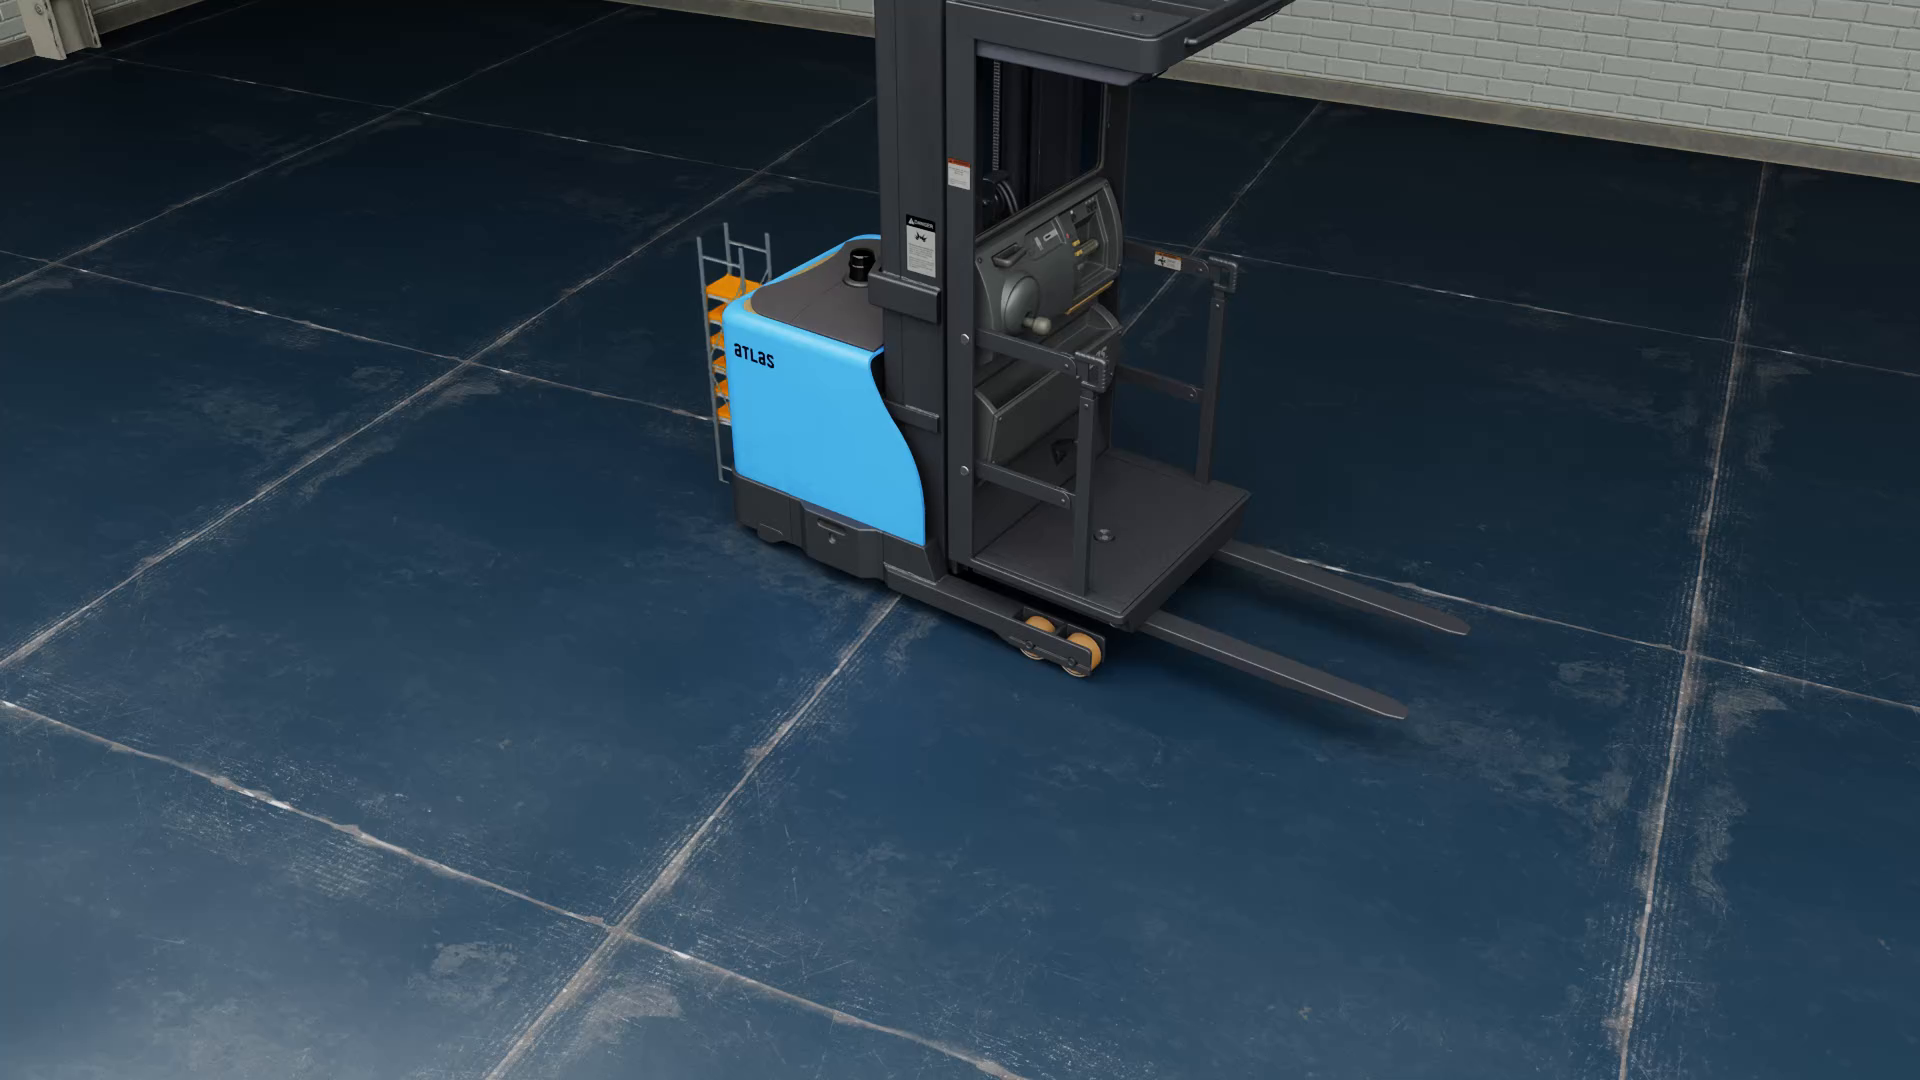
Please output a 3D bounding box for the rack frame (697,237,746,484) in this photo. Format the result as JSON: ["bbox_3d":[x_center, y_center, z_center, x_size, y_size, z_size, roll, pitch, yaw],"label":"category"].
[{"bbox_3d":[-1.006,-0.742,7.287,0.240,1.200,0.006,18,38,26],"label":"rack frame"}]

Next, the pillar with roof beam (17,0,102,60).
[{"bbox_3d":[-3.146,-6.647,9.181,9.100,9.000,0.400,14,36,20],"label":"pillar with roof beam"}]

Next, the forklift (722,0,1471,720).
[{"bbox_3d":[0.516,-1.029,6.146,3.031,2.935,1.130,21,39,28],"label":"forklift"}]

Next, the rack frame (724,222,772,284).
[{"bbox_3d":[-0.911,-0.828,7.418,0.240,1.200,0.006,18,38,26],"label":"rack frame"}]

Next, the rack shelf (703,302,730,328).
[{"bbox_3d":[-0.958,-0.948,7.245,0.258,0.103,0.180,18,38,26],"label":"rack shelf"}]

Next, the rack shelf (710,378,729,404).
[{"bbox_3d":[-0.958,-0.647,7.443,0.258,0.103,0.180,18,38,26],"label":"rack shelf"}]

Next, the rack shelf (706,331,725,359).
[{"bbox_3d":[-0.958,-0.848,7.311,0.258,0.103,0.180,18,38,26],"label":"rack shelf"}]

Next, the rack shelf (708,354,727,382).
[{"bbox_3d":[-0.958,-0.748,7.377,0.258,0.103,0.180,18,38,26],"label":"rack shelf"}]

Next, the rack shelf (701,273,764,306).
[{"bbox_3d":[-0.959,-1.048,7.179,0.258,0.103,0.180,18,38,26],"label":"rack shelf"}]

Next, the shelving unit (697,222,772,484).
[{"bbox_3d":[-0.958,-0.785,7.352,0.258,1.200,0.189,18,38,26],"label":"shelving unit"}]

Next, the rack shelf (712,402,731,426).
[{"bbox_3d":[-0.958,-0.547,7.508,0.258,0.103,0.180,18,38,26],"label":"rack shelf"}]
